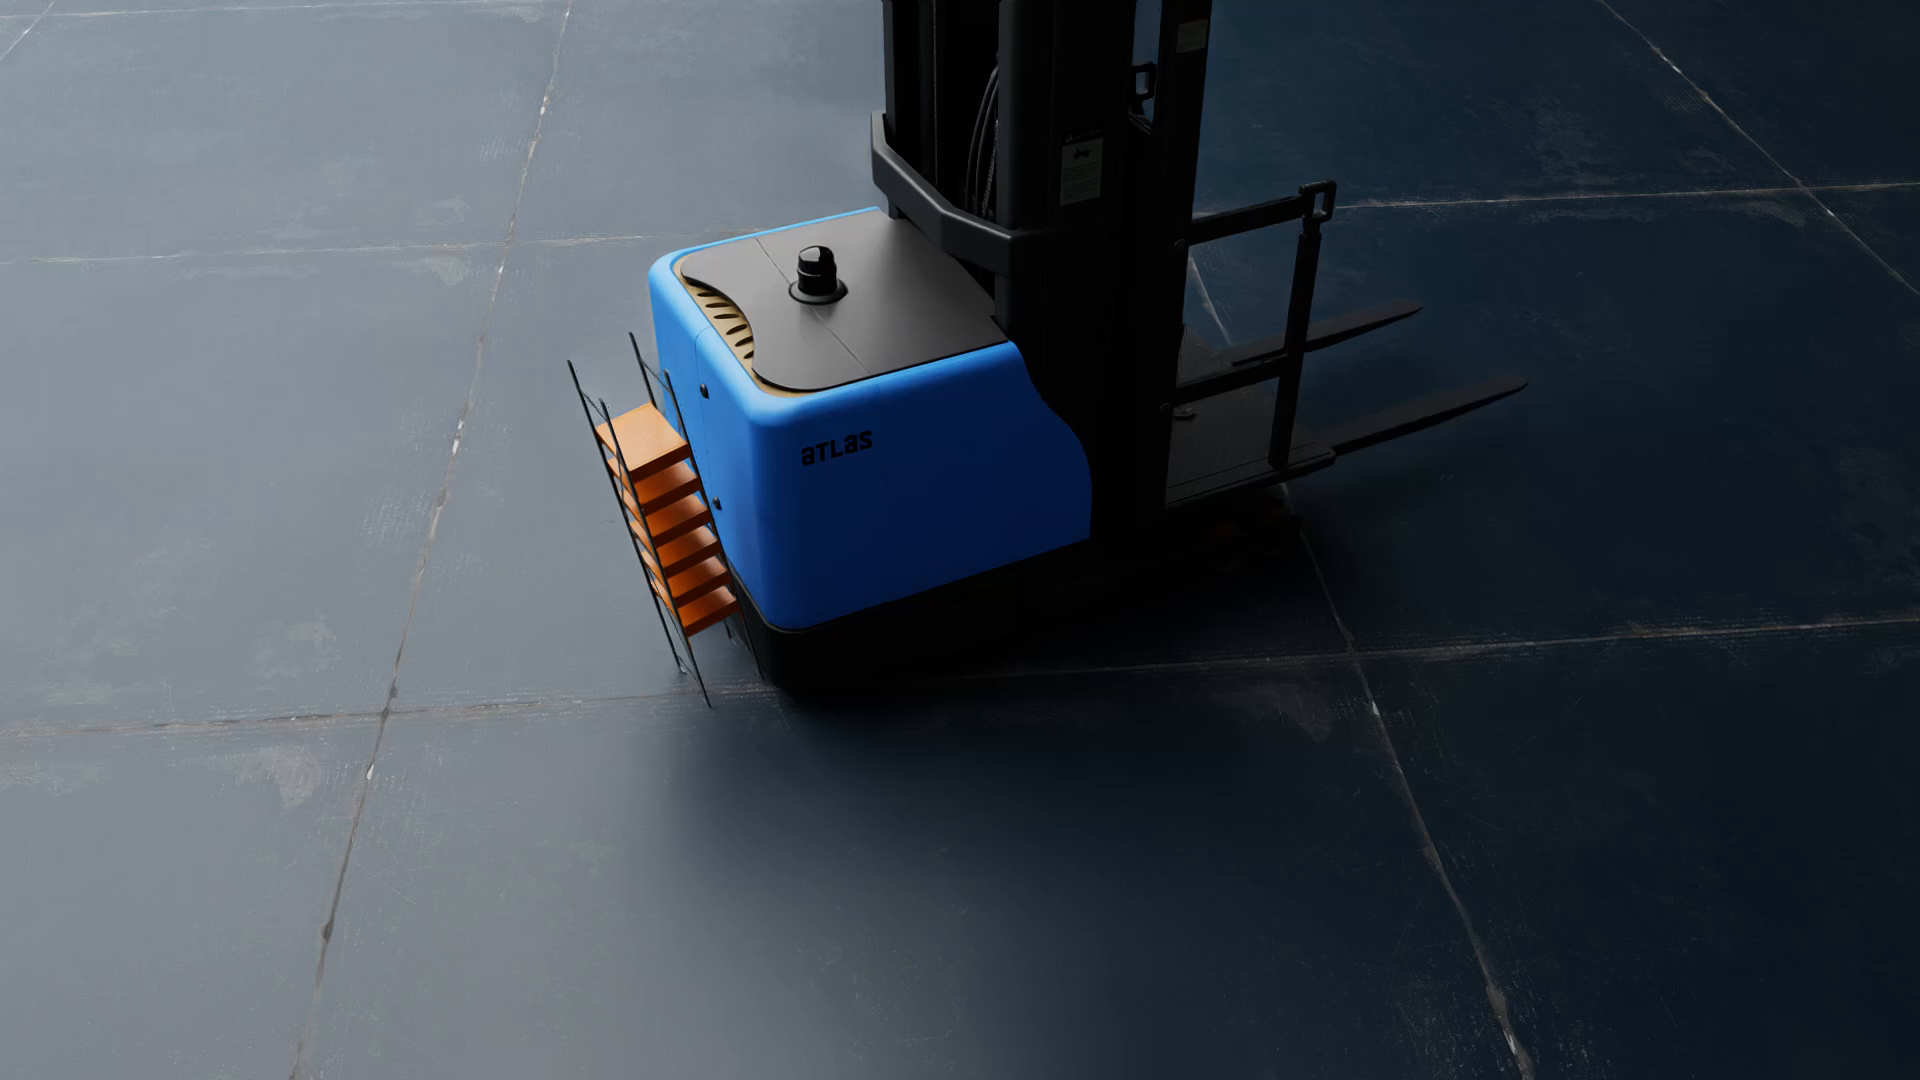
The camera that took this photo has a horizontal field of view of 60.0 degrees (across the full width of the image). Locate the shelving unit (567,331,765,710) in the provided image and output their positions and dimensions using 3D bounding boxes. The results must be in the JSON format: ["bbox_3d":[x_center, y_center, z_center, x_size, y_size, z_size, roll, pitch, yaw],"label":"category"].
[{"bbox_3d":[-0.823,-0.022,4.766,0.189,1.200,0.258,-28,46,-19],"label":"shelving unit"}]

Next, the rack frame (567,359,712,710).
[{"bbox_3d":[-0.900,0.019,4.737,0.006,1.200,0.240,-28,46,-19],"label":"rack frame"}]

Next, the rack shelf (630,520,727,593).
[{"bbox_3d":[-0.817,0.010,4.796,0.180,0.103,0.258,-28,46,-19],"label":"rack shelf"}]

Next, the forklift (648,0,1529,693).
[{"bbox_3d":[0.585,-1.320,5.026,3.031,2.935,1.130,-17,41,-21],"label":"forklift"}]

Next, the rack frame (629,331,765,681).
[{"bbox_3d":[-0.747,-0.063,4.796,0.006,1.200,0.240,-28,46,-19],"label":"rack frame"}]

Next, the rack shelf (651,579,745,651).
[{"bbox_3d":[-0.786,0.184,4.959,0.180,0.103,0.258,-28,46,-19],"label":"rack shelf"}]

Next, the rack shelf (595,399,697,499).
[{"bbox_3d":[-0.864,-0.251,4.553,0.180,0.103,0.258,-28,46,-19],"label":"rack shelf"}]

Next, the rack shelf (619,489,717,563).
[{"bbox_3d":[-0.833,-0.077,4.715,0.180,0.103,0.258,-28,46,-19],"label":"rack shelf"}]

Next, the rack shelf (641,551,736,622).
[{"bbox_3d":[-0.802,0.097,4.878,0.180,0.103,0.258,-28,46,-19],"label":"rack shelf"}]

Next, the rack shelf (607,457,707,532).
[{"bbox_3d":[-0.849,-0.164,4.634,0.180,0.103,0.258,-28,46,-19],"label":"rack shelf"}]
